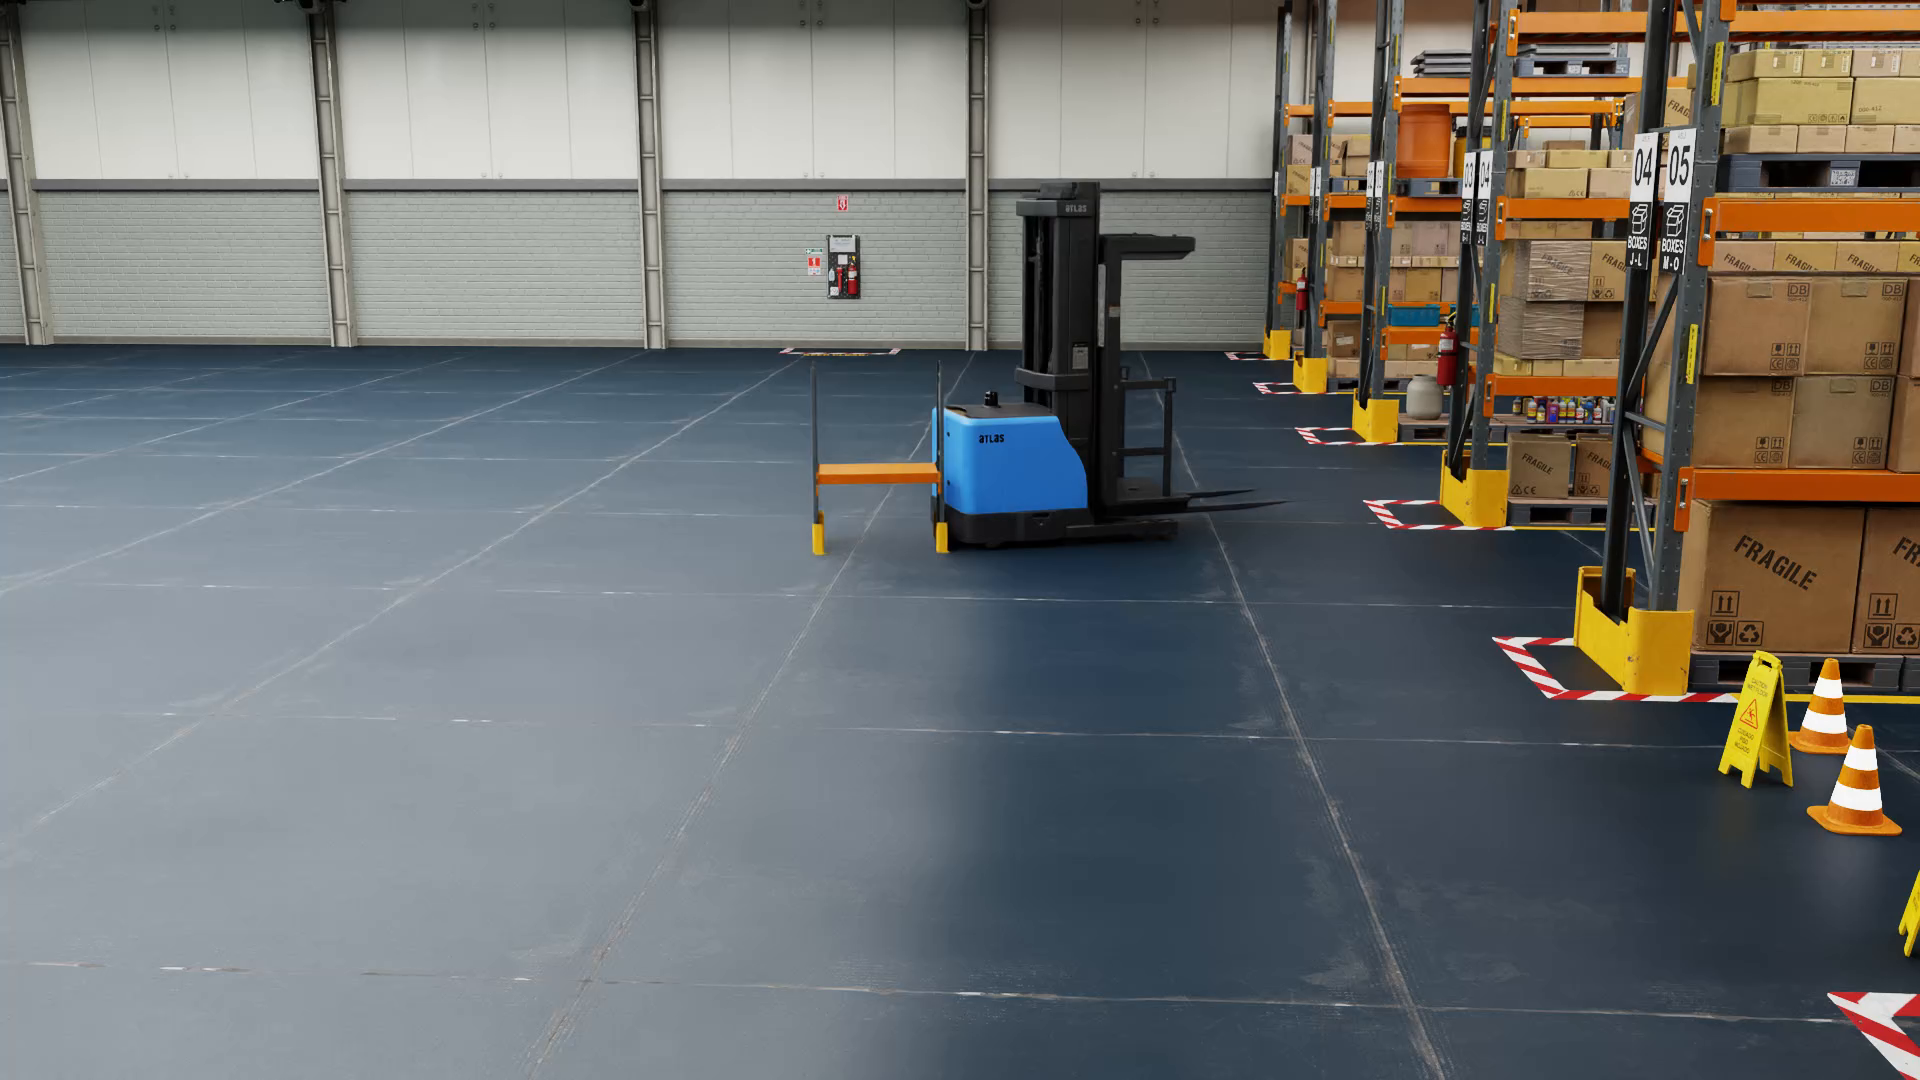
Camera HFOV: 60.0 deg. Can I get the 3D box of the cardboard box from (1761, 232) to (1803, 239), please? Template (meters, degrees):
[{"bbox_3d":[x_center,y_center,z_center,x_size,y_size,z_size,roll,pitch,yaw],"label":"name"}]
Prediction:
[{"bbox_3d":[13.987,-5.137,28.316,0.500,0.250,0.500,1,12,5],"label":"cardboard box"}]

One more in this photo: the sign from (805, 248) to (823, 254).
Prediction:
[{"bbox_3d":[-2.694,-5.328,30.703,0.331,0.109,0.001,1,12,4],"label":"sign"}]

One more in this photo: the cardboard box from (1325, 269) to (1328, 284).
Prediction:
[{"bbox_3d":[6.526,-4.595,28.894,0.500,0.250,0.500,0,12,2],"label":"cardboard box"}]

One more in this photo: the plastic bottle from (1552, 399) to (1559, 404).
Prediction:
[{"bbox_3d":[7.139,-1.583,19.941,0.097,0.201,0.097,0,12,0],"label":"plastic bottle"}]

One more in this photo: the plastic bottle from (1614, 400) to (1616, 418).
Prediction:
[{"bbox_3d":[7.694,-1.531,19.326,0.185,0.351,0.144,1,12,3],"label":"plastic bottle"}]

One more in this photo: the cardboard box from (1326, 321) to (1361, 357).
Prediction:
[{"bbox_3d":[5.768,-3.002,24.822,0.500,0.500,0.500,1,12,4],"label":"cardboard box"}]

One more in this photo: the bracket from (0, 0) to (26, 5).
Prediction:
[{"bbox_3d":[-17.259,-9.850,30.255,0.430,0.232,0.235,1,12,4],"label":"bracket"}]

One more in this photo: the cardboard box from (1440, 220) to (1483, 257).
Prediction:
[{"bbox_3d":[7.259,-4.376,24.121,0.500,0.500,0.700,1,12,4],"label":"cardboard box"}]

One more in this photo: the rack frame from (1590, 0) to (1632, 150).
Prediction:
[{"bbox_3d":[9.205,-6.604,23.528,0.127,3.000,1.000,1,12,4],"label":"rack frame"}]

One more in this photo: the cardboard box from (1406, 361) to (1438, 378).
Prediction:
[{"bbox_3d":[6.732,-2.516,24.328,0.500,0.250,0.500,1,12,4],"label":"cardboard box"}]

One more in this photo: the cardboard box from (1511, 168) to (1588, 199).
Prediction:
[{"bbox_3d":[5.011,-3.034,14.154,0.500,0.250,0.500,1,12,5],"label":"cardboard box"}]

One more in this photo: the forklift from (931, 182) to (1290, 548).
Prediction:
[{"bbox_3d":[1.325,-1.525,14.071,3.031,2.935,1.130,-4,12,-17],"label":"forklift"}]

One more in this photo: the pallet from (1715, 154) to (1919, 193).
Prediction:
[{"bbox_3d":[4.856,-2.103,9.556,1.213,0.211,1.003,1,12,4],"label":"pallet"}]

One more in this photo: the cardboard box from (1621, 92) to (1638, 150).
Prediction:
[{"bbox_3d":[6.111,-3.636,14.477,0.500,0.500,0.500,1,12,4],"label":"cardboard box"}]

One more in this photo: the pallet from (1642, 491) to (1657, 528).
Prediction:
[{"bbox_3d":[6.646,-0.297,14.840,1.213,0.211,1.003,1,12,4],"label":"pallet"}]

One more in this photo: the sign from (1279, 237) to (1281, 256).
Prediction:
[{"bbox_3d":[5.505,-5.047,28.624,0.005,0.325,0.100,1,12,4],"label":"sign"}]

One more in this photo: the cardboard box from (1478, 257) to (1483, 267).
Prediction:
[{"bbox_3d":[7.387,-4.014,23.974,0.250,0.149,0.380,1,12,6],"label":"cardboard box"}]

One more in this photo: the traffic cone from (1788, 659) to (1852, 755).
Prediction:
[{"bbox_3d":[4.551,0.853,8.731,0.334,0.463,0.336,1,12,4],"label":"traffic cone"}]

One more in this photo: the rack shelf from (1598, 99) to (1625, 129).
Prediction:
[{"bbox_3d":[11.200,-6.028,23.512,4.000,0.370,1.077,1,12,4],"label":"rack shelf"}]

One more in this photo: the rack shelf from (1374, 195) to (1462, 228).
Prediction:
[{"bbox_3d":[6.874,-3.799,19.203,4.000,0.370,1.077,1,12,4],"label":"rack shelf"}]

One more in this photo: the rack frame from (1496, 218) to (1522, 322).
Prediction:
[{"bbox_3d":[9.532,-4.679,28.981,0.127,3.000,1.000,1,12,4],"label":"rack frame"}]

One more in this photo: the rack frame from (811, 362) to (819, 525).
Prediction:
[{"bbox_3d":[-1.175,-0.672,13.485,0.032,1.500,0.500,-1,12,-4],"label":"rack frame"}]

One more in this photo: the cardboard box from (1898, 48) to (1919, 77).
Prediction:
[{"bbox_3d":[5.185,-2.596,9.092,0.250,0.149,0.380,1,12,4],"label":"cardboard box"}]

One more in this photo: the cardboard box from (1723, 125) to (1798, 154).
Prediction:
[{"bbox_3d":[4.436,-2.216,9.222,0.250,0.149,0.380,1,12,4],"label":"cardboard box"}]

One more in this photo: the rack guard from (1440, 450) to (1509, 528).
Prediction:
[{"bbox_3d":[4.624,-0.474,14.981,0.348,0.500,1.175,1,12,4],"label":"rack guard"}]

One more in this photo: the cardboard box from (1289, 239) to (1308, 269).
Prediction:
[{"bbox_3d":[5.997,-4.969,28.854,0.500,0.500,0.500,1,12,4],"label":"cardboard box"}]

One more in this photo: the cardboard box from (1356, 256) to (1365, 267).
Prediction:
[{"bbox_3d":[5.854,-4.036,24.077,0.250,0.149,0.380,0,12,2],"label":"cardboard box"}]

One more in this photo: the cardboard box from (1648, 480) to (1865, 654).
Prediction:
[{"bbox_3d":[4.797,0.144,10.087,0.875,0.875,0.875,1,12,4],"label":"cardboard box"}]

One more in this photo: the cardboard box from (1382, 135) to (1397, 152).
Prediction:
[{"bbox_3d":[7.525,-6.773,28.929,0.500,0.500,0.500,1,12,4],"label":"cardboard box"}]

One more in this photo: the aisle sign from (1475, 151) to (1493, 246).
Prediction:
[{"bbox_3d":[4.466,-2.910,14.175,0.004,0.787,0.394,1,12,4],"label":"aisle sign"}]

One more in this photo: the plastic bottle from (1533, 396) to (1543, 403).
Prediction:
[{"bbox_3d":[6.990,-1.648,20.066,0.135,0.276,0.152,1,12,4],"label":"plastic bottle"}]

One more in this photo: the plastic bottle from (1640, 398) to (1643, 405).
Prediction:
[{"bbox_3d":[8.001,-1.521,19.459,0.135,0.276,0.152,1,12,4],"label":"plastic bottle"}]

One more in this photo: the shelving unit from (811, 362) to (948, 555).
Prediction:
[{"bbox_3d":[-0.659,-0.679,13.522,1.083,1.500,0.587,-1,12,-4],"label":"shelving unit"}]

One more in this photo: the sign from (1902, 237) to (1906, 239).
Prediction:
[{"bbox_3d":[13.162,-4.066,23.220,0.005,0.325,0.100,1,12,4],"label":"sign"}]

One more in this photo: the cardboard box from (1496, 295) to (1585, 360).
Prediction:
[{"bbox_3d":[5.095,-1.880,14.626,0.500,0.500,0.875,1,12,4],"label":"cardboard box"}]

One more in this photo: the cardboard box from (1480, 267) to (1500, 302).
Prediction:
[{"bbox_3d":[7.734,-3.734,24.220,0.500,0.500,0.700,1,12,5],"label":"cardboard box"}]

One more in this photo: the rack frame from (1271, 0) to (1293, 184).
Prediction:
[{"bbox_3d":[5.541,-7.670,28.628,0.127,3.000,1.000,1,12,4],"label":"rack frame"}]

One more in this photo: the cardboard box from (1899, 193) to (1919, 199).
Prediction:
[{"bbox_3d":[8.067,-2.991,13.951,0.500,0.250,0.500,1,12,6],"label":"cardboard box"}]

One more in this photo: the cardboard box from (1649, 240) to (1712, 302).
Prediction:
[{"bbox_3d":[6.076,-2.304,14.214,0.500,0.500,0.500,1,12,4],"label":"cardboard box"}]

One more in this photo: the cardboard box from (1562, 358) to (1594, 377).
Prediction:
[{"bbox_3d":[5.313,-1.509,14.438,0.250,0.149,0.380,1,12,4],"label":"cardboard box"}]

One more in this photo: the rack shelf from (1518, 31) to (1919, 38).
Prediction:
[{"bbox_3d":[6.543,-4.323,14.044,3.687,0.071,0.831,1,12,4],"label":"rack shelf"}]

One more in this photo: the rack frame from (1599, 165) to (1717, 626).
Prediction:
[{"bbox_3d":[4.116,-0.686,9.892,0.127,3.000,1.000,1,12,4],"label":"rack frame"}]

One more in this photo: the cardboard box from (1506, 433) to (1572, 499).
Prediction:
[{"bbox_3d":[5.170,-0.668,14.886,0.500,0.500,0.500,3,12,14],"label":"cardboard box"}]

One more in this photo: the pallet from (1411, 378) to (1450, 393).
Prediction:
[{"bbox_3d":[7.193,-2.338,24.598,1.213,0.211,1.003,1,12,4],"label":"pallet"}]

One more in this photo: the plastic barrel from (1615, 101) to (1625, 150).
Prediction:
[{"bbox_3d":[7.884,-4.610,19.074,0.708,0.901,0.600,1,12,4],"label":"plastic barrel"}]

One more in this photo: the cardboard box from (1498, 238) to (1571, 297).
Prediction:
[{"bbox_3d":[5.113,-2.425,14.792,0.500,0.500,0.500,1,12,4],"label":"cardboard box"}]

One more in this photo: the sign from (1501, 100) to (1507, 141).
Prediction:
[{"bbox_3d":[4.512,-3.483,13.803,0.005,0.325,0.100,1,12,4],"label":"sign"}]

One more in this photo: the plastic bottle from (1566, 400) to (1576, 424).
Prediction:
[{"bbox_3d":[7.109,-1.495,19.349,0.097,0.271,0.097,0,12,0],"label":"plastic bottle"}]

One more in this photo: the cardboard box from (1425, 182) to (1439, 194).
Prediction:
[{"bbox_3d":[7.952,-6.172,28.498,0.500,0.500,0.500,0,12,2],"label":"cardboard box"}]

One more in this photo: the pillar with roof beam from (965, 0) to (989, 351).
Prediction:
[{"bbox_3d":[0.023,-7.040,25.615,0.548,9.000,9.100,1,12,4],"label":"pillar with roof beam"}]
